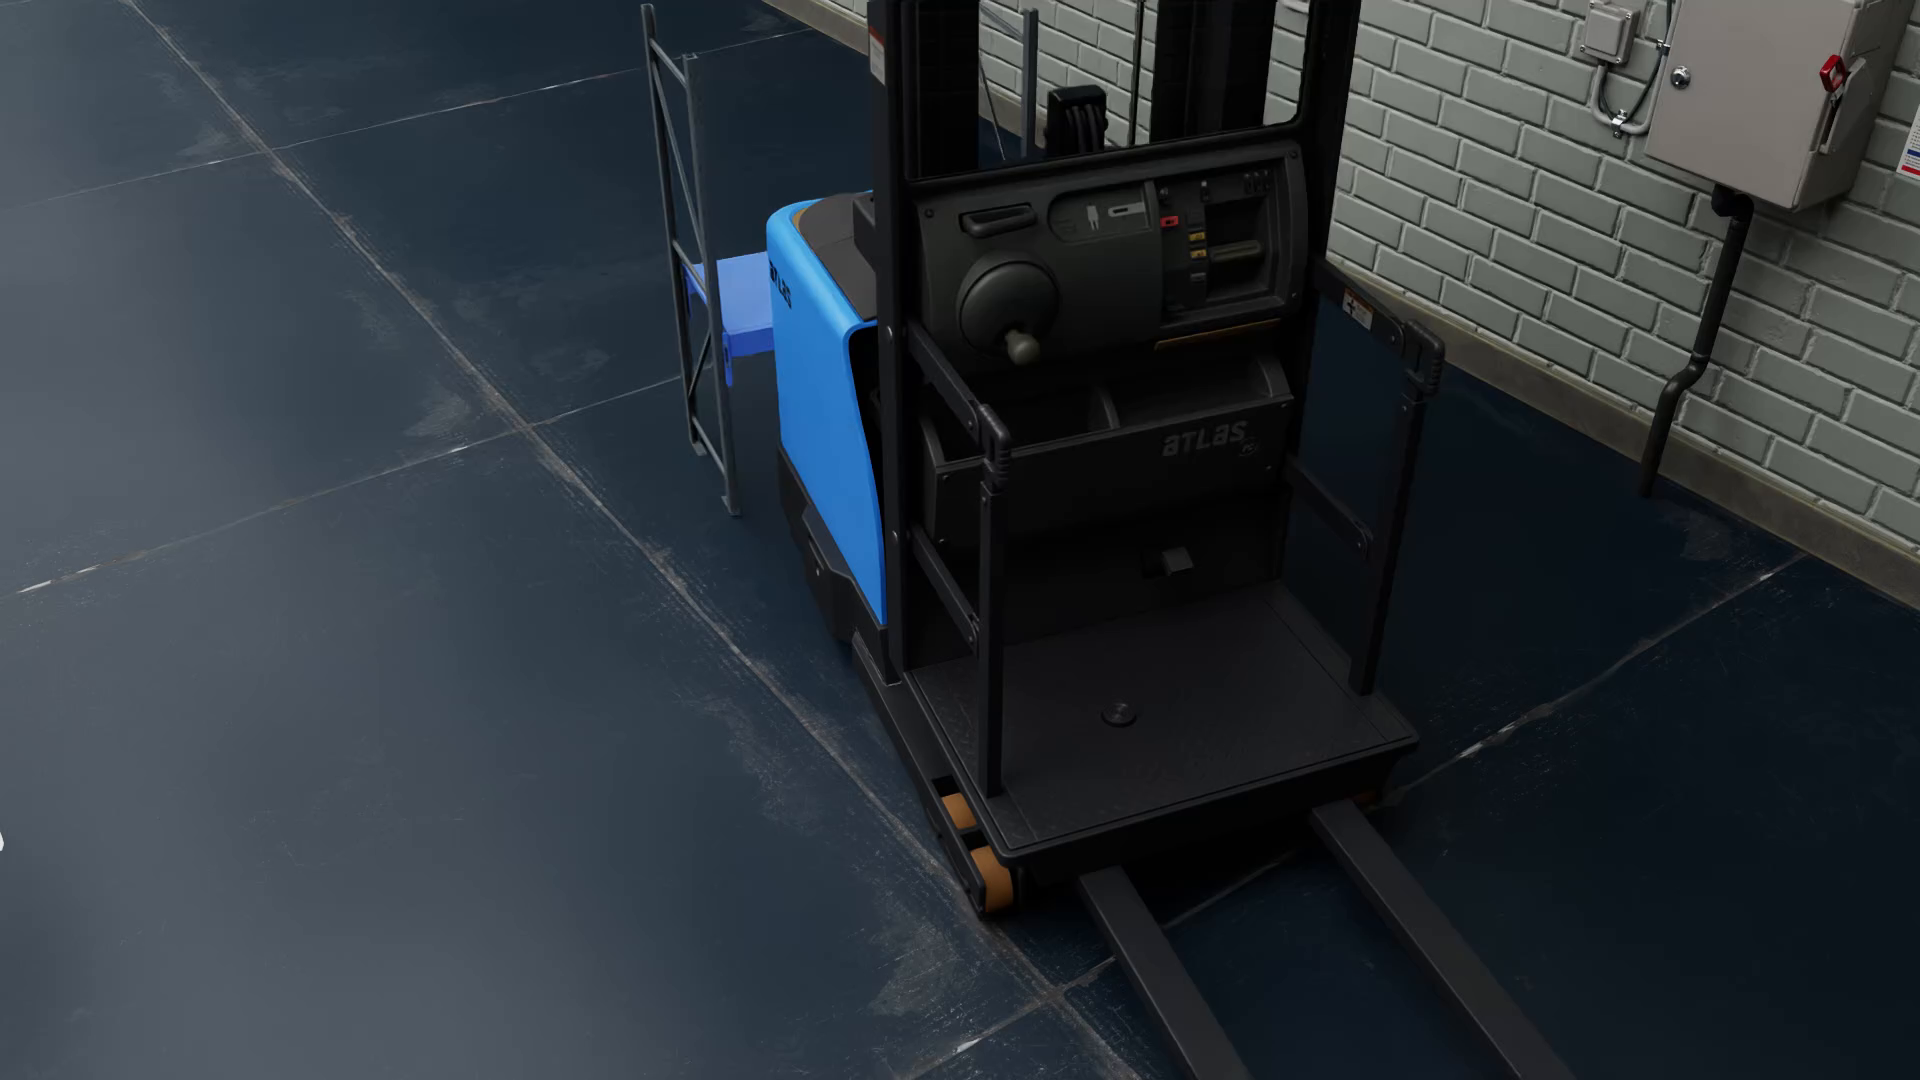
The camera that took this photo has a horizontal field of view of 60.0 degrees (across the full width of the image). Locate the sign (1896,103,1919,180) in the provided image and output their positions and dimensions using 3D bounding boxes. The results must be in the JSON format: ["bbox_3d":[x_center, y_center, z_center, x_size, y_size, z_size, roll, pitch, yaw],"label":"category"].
[{"bbox_3d":[2.684,-1.141,4.349,0.001,0.494,0.329,-22,41,-28],"label":"sign"}]

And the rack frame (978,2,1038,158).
[{"bbox_3d":[0.114,-1.058,5.436,0.032,1.500,0.500,-14,38,-19],"label":"rack frame"}]

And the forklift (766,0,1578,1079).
[{"bbox_3d":[0.433,-0.569,3.532,1.130,2.935,3.031,-13,38,-17],"label":"forklift"}]

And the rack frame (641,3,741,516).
[{"bbox_3d":[-0.820,-0.823,5.110,0.032,1.500,0.500,-14,38,-19],"label":"rack frame"}]

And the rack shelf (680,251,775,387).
[{"bbox_3d":[-0.353,-0.794,5.378,1.000,0.185,0.538,-14,38,-19],"label":"rack shelf"}]

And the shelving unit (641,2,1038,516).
[{"bbox_3d":[-0.353,-0.940,5.273,1.048,1.500,0.538,-14,38,-19],"label":"shelving unit"}]

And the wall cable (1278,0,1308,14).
[{"bbox_3d":[1.139,-2.823,5.708,0.123,1.953,0.585,-22,41,-28],"label":"wall cable"}]

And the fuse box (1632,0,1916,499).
[{"bbox_3d":[2.230,-0.823,4.928,0.414,1.711,0.539,-22,41,-28],"label":"fuse box"}]

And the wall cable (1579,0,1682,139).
[{"bbox_3d":[1.966,-2.137,4.782,0.122,1.984,0.588,-22,41,-28],"label":"wall cable"}]
